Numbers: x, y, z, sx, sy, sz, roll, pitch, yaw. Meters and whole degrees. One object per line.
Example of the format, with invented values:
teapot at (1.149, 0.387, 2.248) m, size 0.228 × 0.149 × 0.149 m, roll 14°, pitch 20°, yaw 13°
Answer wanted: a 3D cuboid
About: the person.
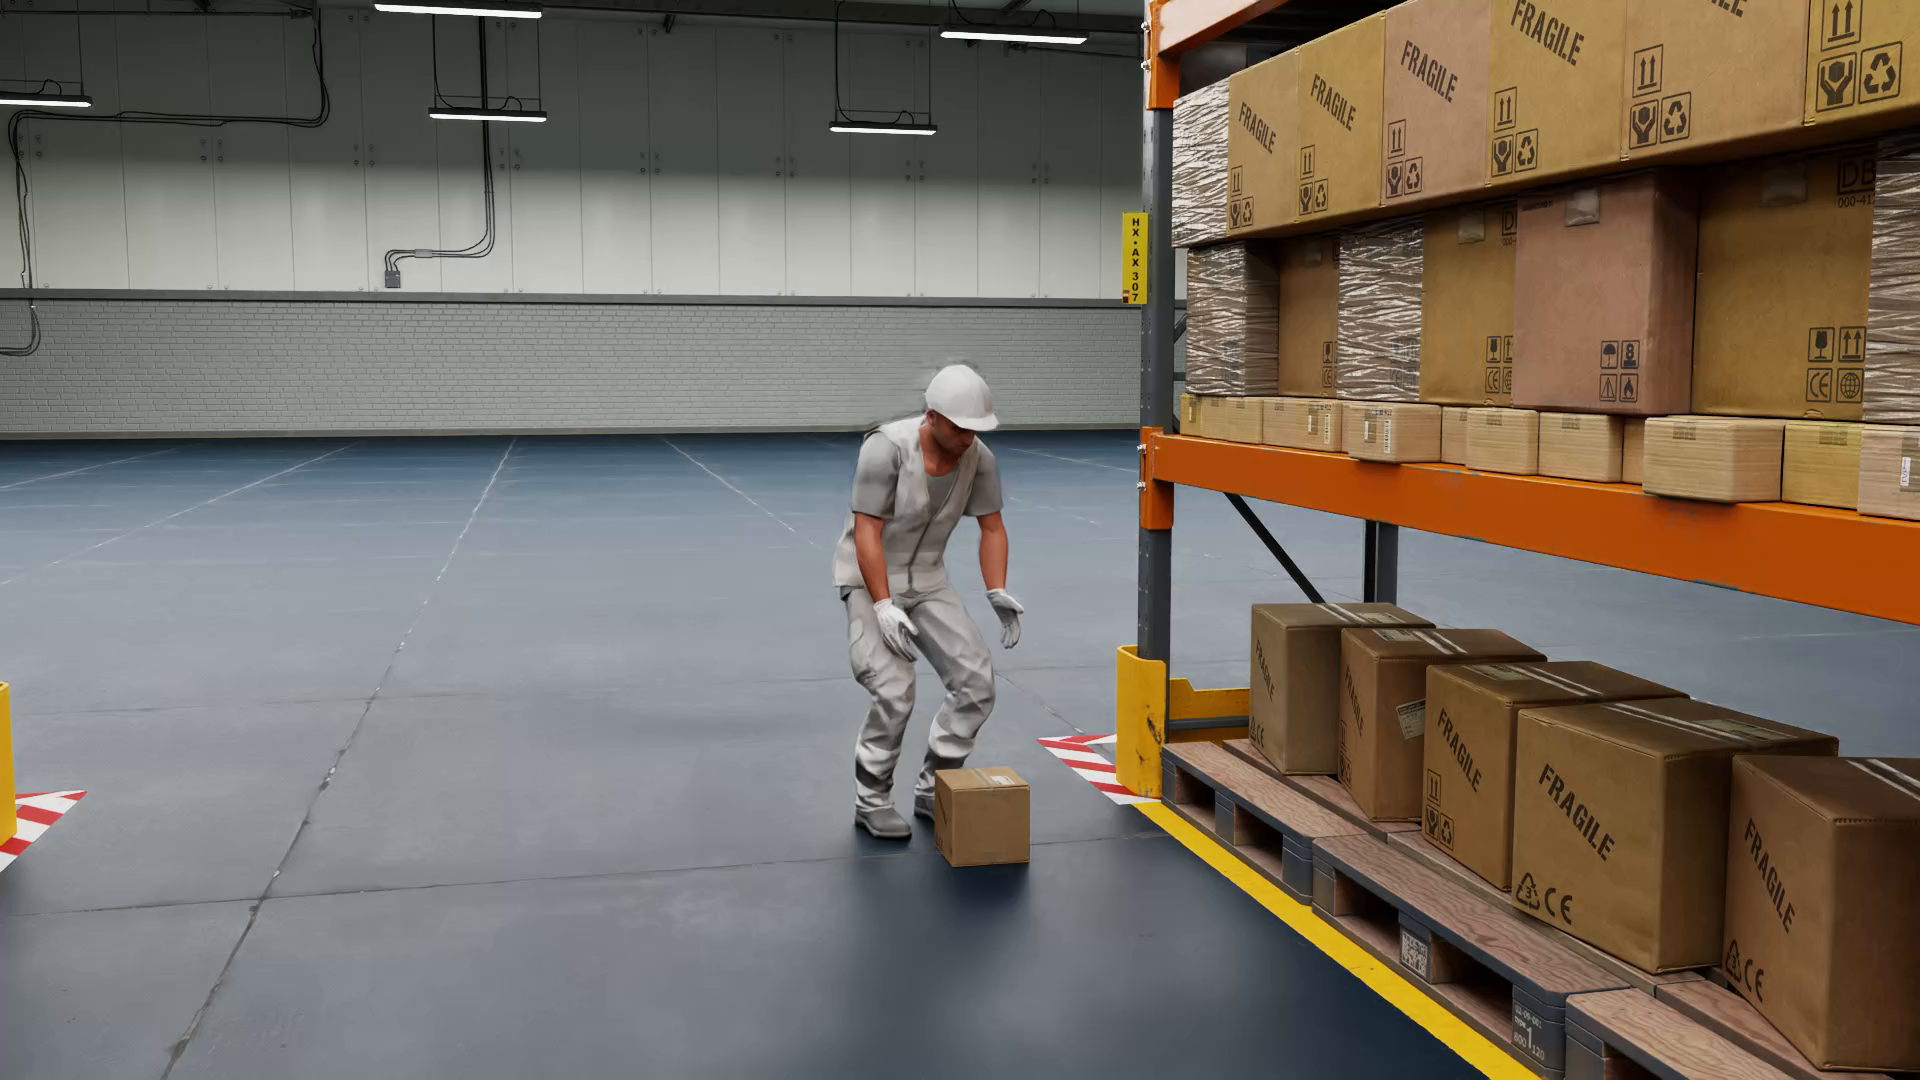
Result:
person at (-0.113, 0.195, 5.552) m, size 0.575 × 1.554 × 0.669 m, roll -4°, pitch 7°, yaw -32°
